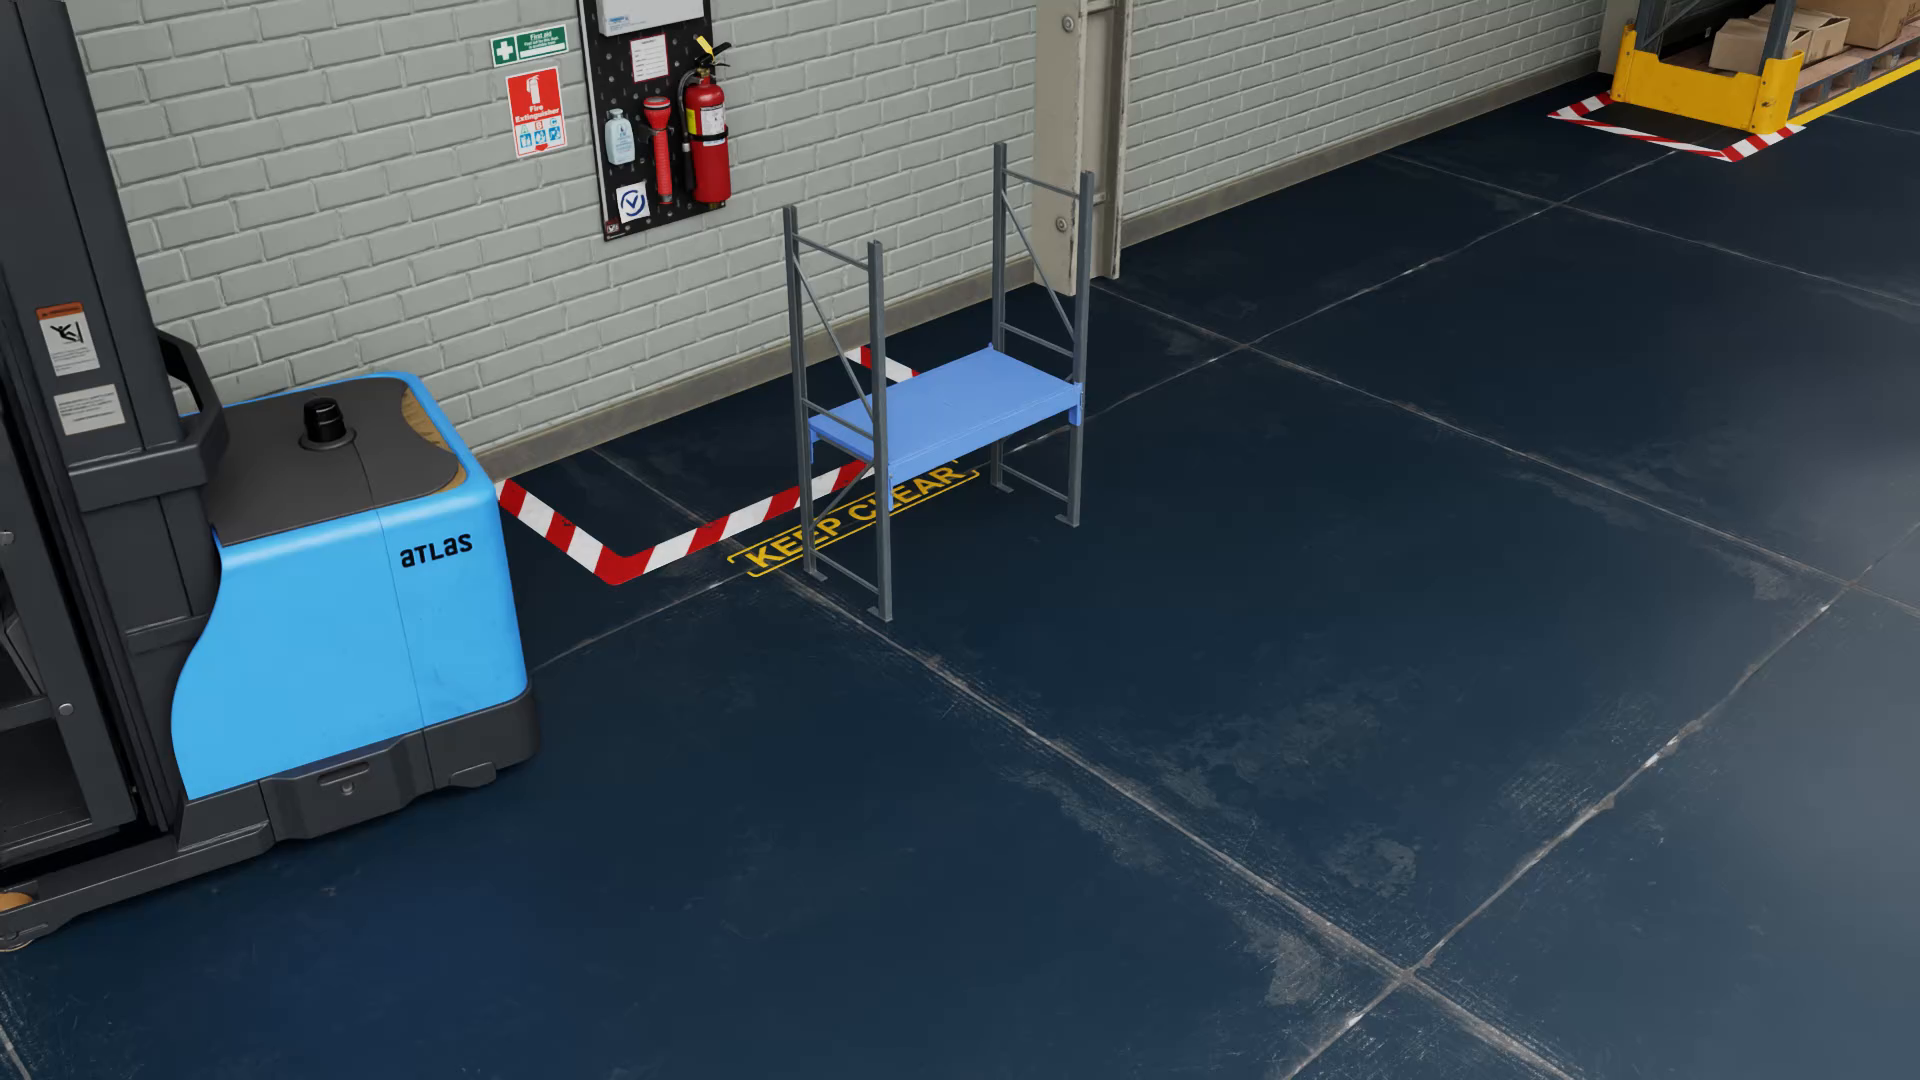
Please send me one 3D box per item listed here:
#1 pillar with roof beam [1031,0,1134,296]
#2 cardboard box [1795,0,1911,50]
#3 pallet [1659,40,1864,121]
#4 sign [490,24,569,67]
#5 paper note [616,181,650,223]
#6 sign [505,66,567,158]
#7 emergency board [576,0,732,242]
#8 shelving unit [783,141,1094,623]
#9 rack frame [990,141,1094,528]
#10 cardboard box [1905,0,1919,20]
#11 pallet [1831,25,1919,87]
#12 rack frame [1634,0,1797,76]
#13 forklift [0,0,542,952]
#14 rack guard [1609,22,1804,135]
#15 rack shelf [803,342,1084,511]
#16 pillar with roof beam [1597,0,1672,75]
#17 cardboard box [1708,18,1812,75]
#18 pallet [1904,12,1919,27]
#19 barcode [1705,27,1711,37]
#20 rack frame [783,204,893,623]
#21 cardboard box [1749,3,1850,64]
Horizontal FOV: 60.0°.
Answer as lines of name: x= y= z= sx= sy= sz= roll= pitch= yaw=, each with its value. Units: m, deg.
pillar with roof beam: x=3.554 y=-3.622 z=4.047 sx=0.400 sy=9.000 sz=9.100 roll=-26 pitch=40 yaw=-35
cardboard box: x=6.660 y=-4.034 z=12.446 sx=0.700 sy=0.500 sz=0.500 roll=26 pitch=40 yaw=36
pallet: x=5.777 y=-3.370 z=12.060 sx=1.213 sy=0.211 sz=1.003 roll=-26 pitch=40 yaw=-35
sign: x=-1.677 y=-1.930 z=6.489 sx=0.331 sy=0.109 sz=0.001 roll=-26 pitch=40 yaw=-35
paper note: x=-1.388 y=-1.435 z=7.066 sx=0.142 sy=0.148 sz=0.016 roll=-26 pitch=40 yaw=-35
sign: x=-1.687 y=-1.706 z=6.630 sx=0.234 sy=0.329 sz=0.001 roll=-26 pitch=40 yaw=-35
emergency board: x=-1.211 y=-1.847 z=6.896 sx=0.643 sy=1.169 sz=0.194 roll=-26 pitch=40 yaw=-35
shelving unit: x=-0.063 y=-0.610 z=6.309 sx=1.048 sy=1.500 sz=0.538 roll=-26 pitch=40 yaw=-35
rack frame: x=0.310 y=-0.790 z=6.604 sx=0.032 sy=1.500 sz=0.500 roll=-26 pitch=40 yaw=-35
cardboard box: x=7.301 y=-4.415 z=13.069 sx=0.500 sy=0.500 sz=0.500 roll=26 pitch=40 yaw=35
pallet: x=6.671 y=-3.801 z=12.764 sx=1.213 sy=0.211 sz=1.003 roll=-26 pitch=40 yaw=-35
rack frame: x=5.101 y=-4.258 z=10.839 sx=0.127 sy=3.000 sz=1.000 roll=-26 pitch=40 yaw=-35
forklift: x=-2.920 y=-0.328 z=4.476 sx=3.031 sy=2.935 sz=1.130 roll=-17 pitch=35 yaw=-26
rack guard: x=5.157 y=-3.219 z=11.535 sx=0.348 sy=0.500 sz=1.175 roll=-26 pitch=40 yaw=-35
rack shelf: x=-0.063 y=-0.456 z=6.403 sx=1.000 sy=0.185 sz=0.538 roll=-26 pitch=40 yaw=-35
pillar with roof beam: x=7.954 y=-5.750 z=7.528 sx=0.400 sy=9.000 sz=9.100 roll=-26 pitch=40 yaw=-35
cardboard box: x=5.670 y=-3.510 z=11.771 sx=0.500 sy=0.311 sz=0.500 roll=24 pitch=39 yaw=34
pallet: x=7.566 y=-4.236 z=13.475 sx=1.213 sy=0.211 sz=1.003 roll=-26 pitch=40 yaw=-35
barcode: x=5.411 y=-3.673 z=12.029 sx=0.075 sy=0.075 sz=0.001 roll=-26 pitch=40 yaw=-35
rack frame: x=-0.435 y=-0.429 z=6.014 sx=0.032 sy=1.500 sz=0.500 roll=-26 pitch=40 yaw=-35
cardboard box: x=6.088 y=-3.712 z=12.101 sx=0.500 sy=0.311 sz=0.500 roll=-22 pitch=38 yaw=-32
